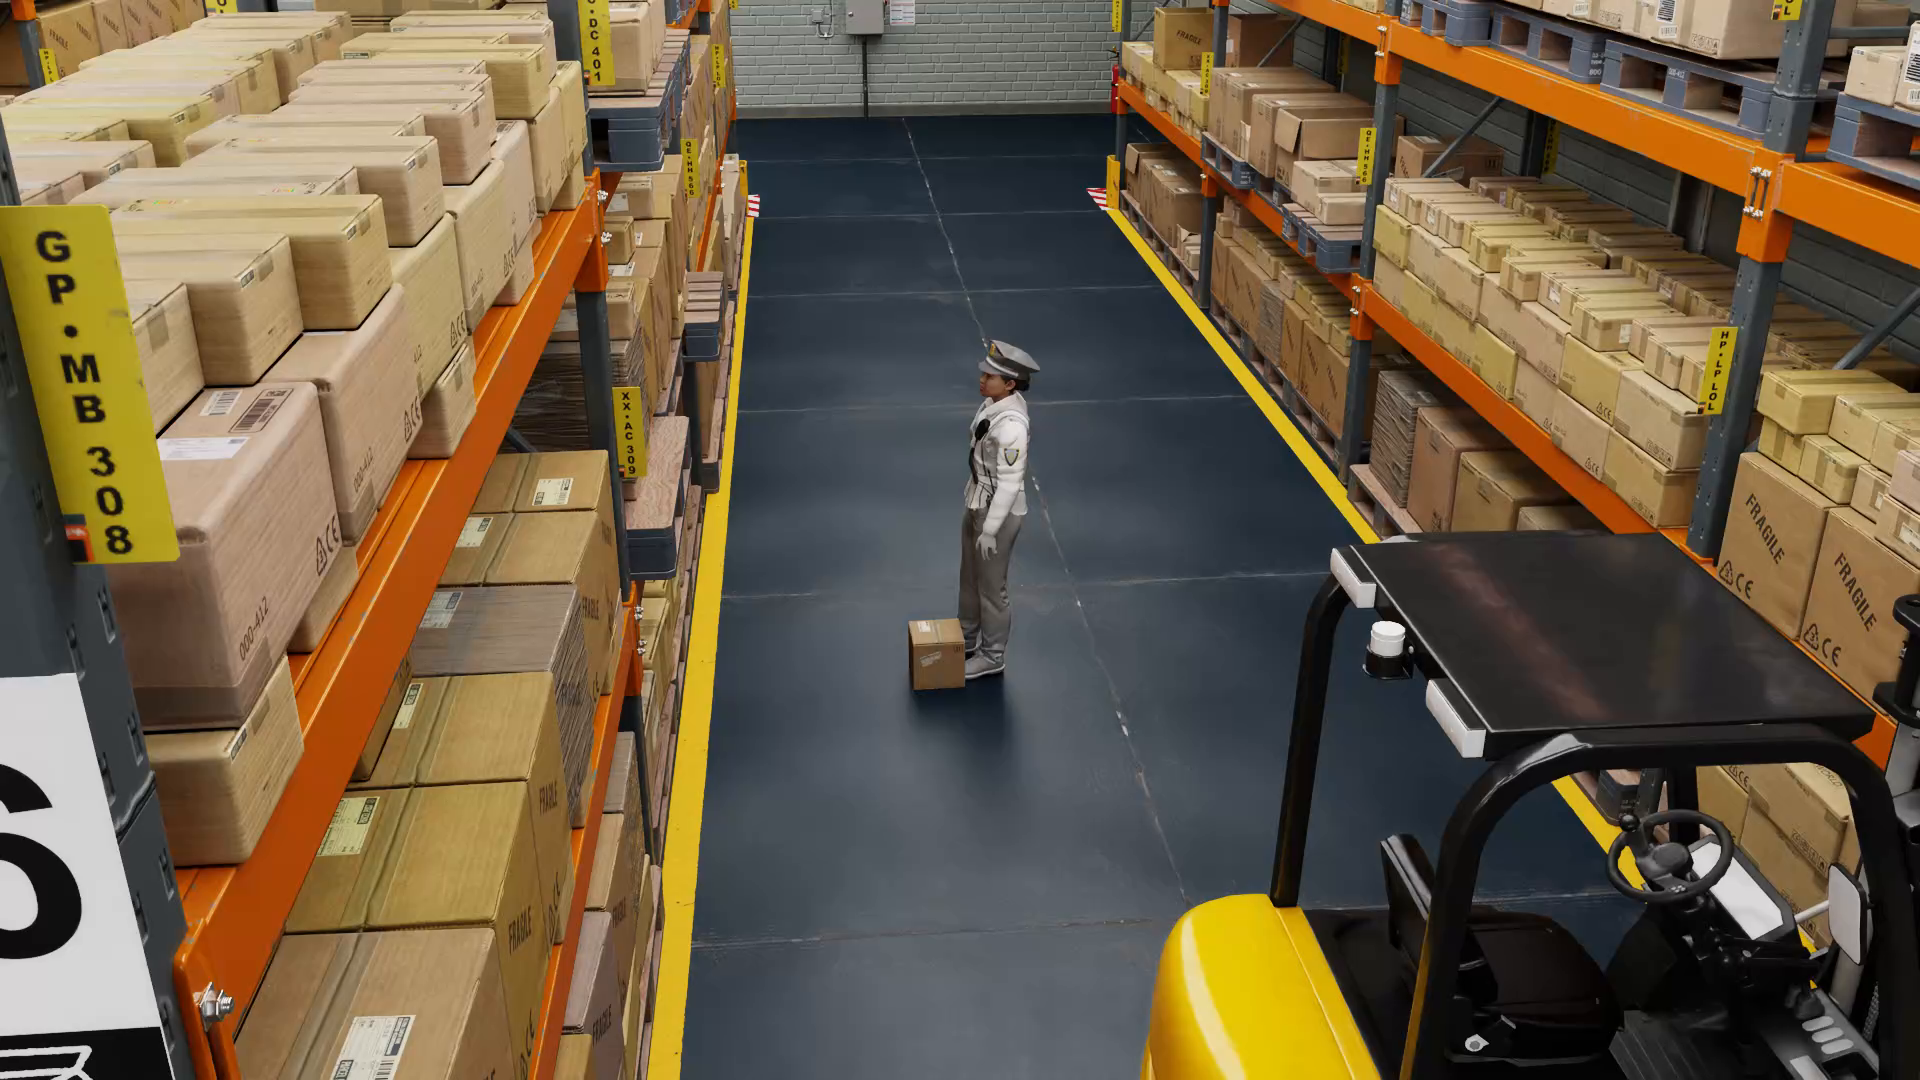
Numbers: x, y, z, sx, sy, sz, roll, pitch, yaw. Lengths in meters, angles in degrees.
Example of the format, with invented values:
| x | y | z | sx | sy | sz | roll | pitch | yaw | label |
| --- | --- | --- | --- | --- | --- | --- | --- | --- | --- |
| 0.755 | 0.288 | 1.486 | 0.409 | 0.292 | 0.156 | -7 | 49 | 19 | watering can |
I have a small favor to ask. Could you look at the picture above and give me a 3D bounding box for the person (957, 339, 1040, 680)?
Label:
| x | y | z | sx | sy | sz | roll | pitch | yaw | label |
| --- | --- | --- | --- | --- | --- | --- | --- | --- | --- |
| 0.089 | -0.133 | 7.837 | 0.533 | 1.697 | 0.588 | -2 | 24 | -5 | person |
